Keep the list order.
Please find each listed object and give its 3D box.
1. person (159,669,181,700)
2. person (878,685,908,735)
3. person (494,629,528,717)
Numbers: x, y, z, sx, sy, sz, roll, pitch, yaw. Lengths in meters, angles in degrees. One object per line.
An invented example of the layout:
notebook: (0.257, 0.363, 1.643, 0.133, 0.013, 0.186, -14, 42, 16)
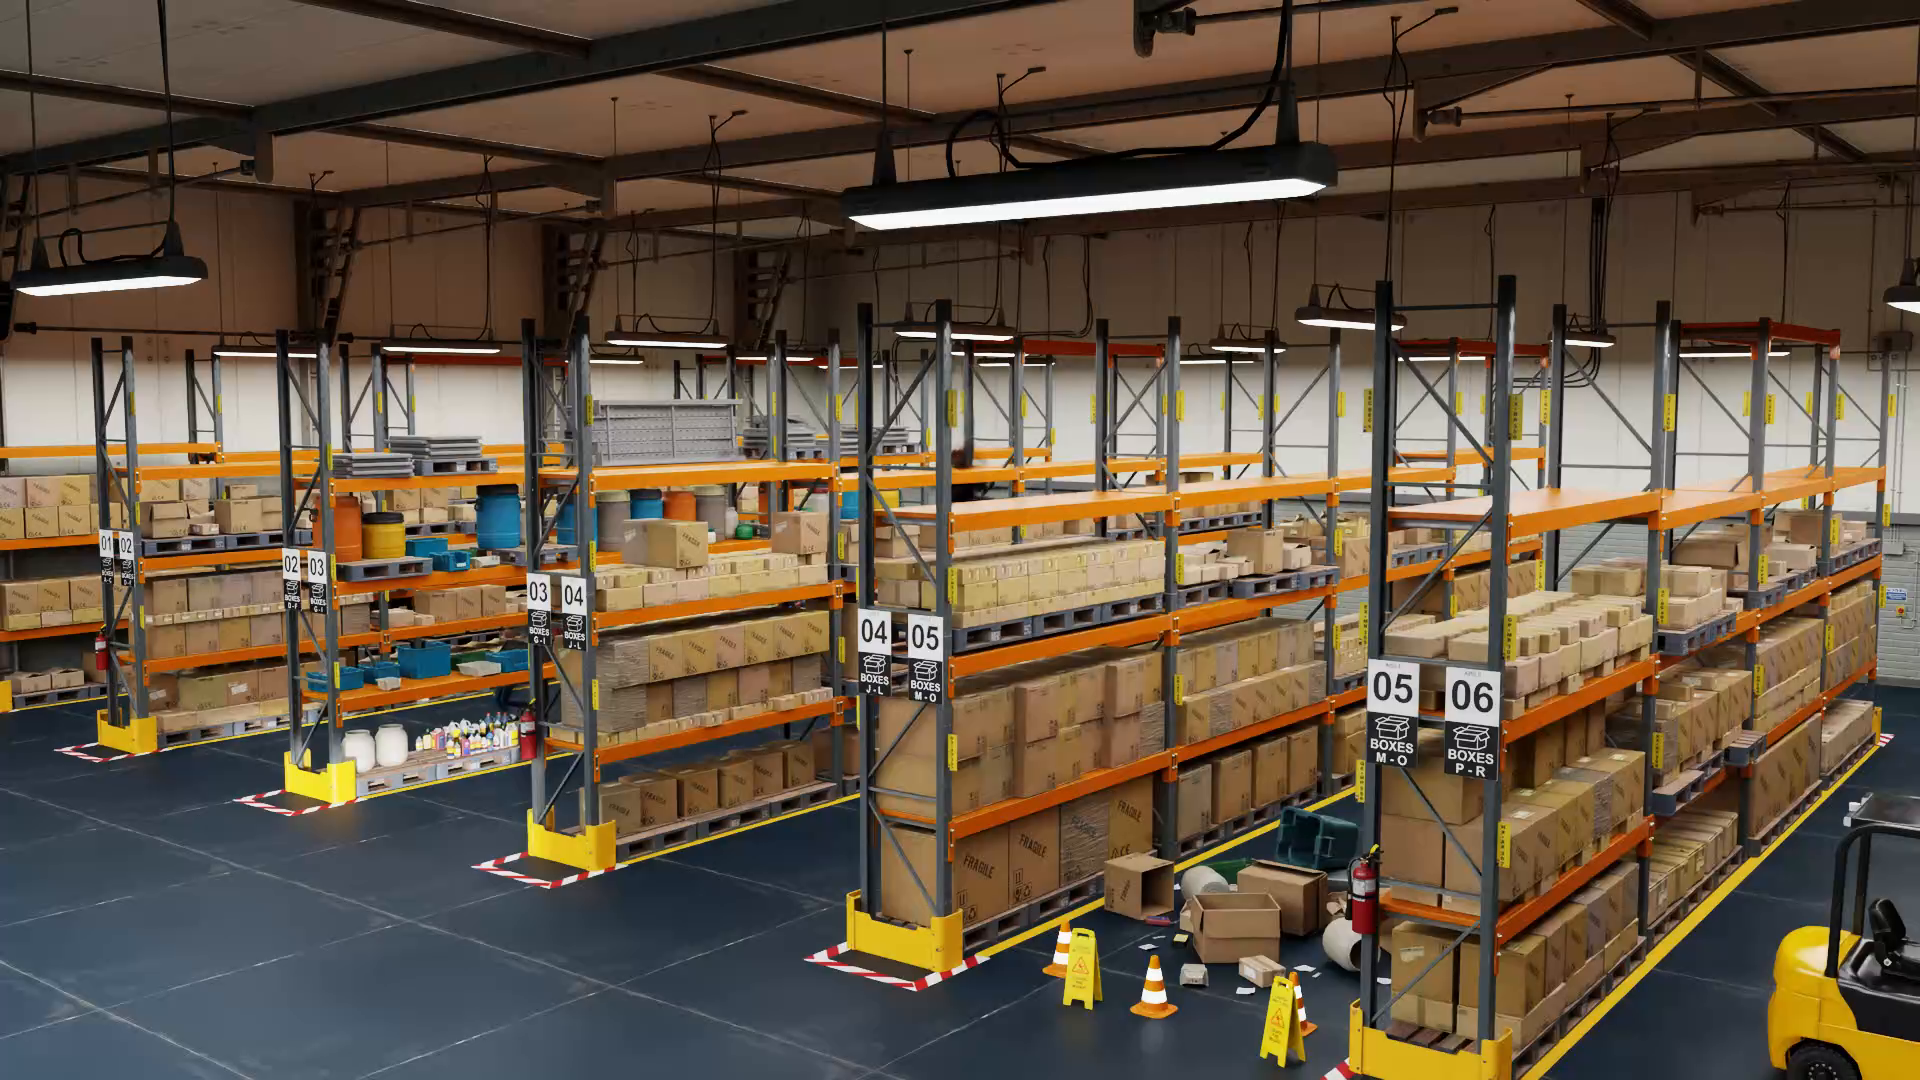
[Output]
person: (-12.787, 2.033, 26.847, 0.653, 1.642, 0.641, 2, 5, 21)
person: (-0.584, 2.602, 19.507, 0.738, 1.854, 0.970, 2, 5, 21)
person: (-6.998, 2.143, 25.845, 0.535, 1.548, 0.567, 4, 7, 40)
